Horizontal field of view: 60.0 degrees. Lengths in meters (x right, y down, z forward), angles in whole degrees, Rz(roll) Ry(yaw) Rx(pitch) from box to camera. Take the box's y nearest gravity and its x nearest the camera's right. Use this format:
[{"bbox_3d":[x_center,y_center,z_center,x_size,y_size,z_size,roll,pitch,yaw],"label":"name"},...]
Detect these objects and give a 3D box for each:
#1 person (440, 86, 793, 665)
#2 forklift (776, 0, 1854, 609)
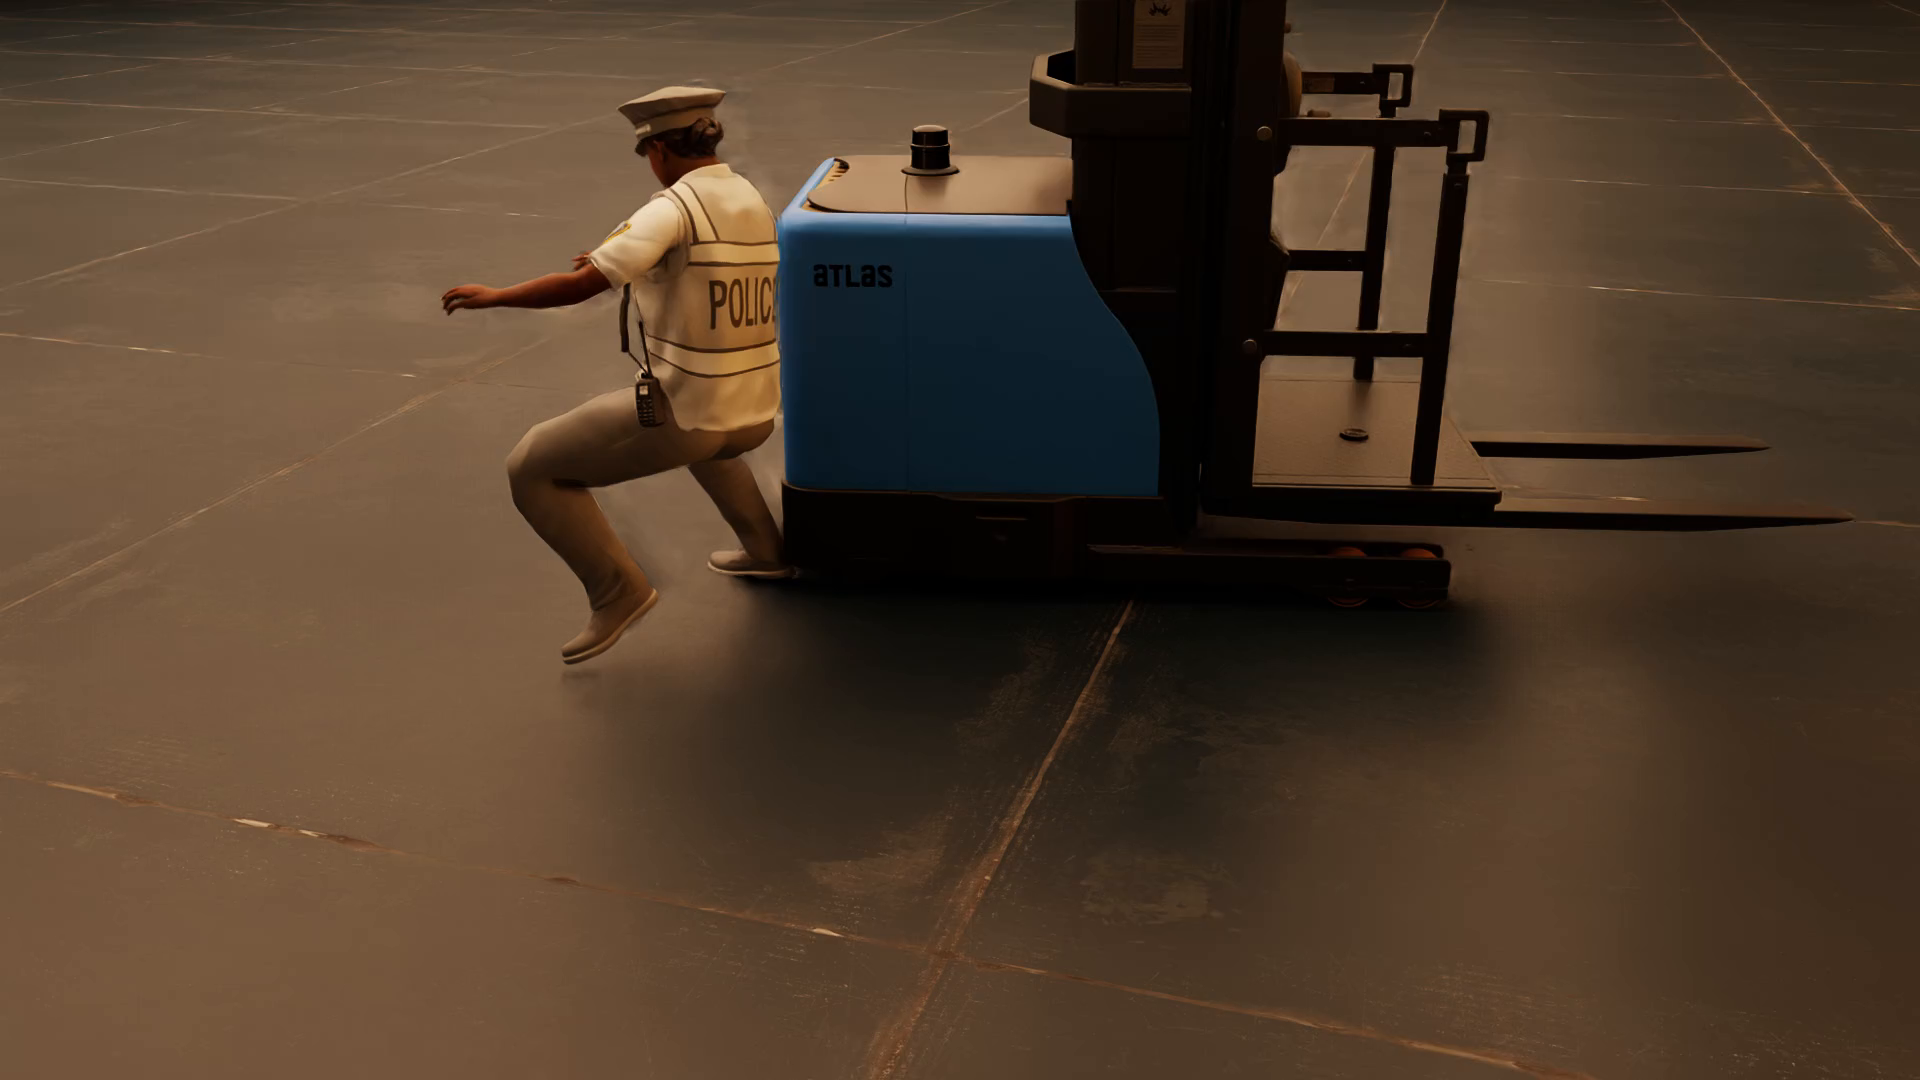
[{"bbox_3d":[-0.801,-0.426,4.298,0.737,1.455,0.916,14,26,31],"label":"person"},{"bbox_3d":[1.029,-1.371,4.601,3.031,2.935,1.130,1,22,3],"label":"forklift"}]
